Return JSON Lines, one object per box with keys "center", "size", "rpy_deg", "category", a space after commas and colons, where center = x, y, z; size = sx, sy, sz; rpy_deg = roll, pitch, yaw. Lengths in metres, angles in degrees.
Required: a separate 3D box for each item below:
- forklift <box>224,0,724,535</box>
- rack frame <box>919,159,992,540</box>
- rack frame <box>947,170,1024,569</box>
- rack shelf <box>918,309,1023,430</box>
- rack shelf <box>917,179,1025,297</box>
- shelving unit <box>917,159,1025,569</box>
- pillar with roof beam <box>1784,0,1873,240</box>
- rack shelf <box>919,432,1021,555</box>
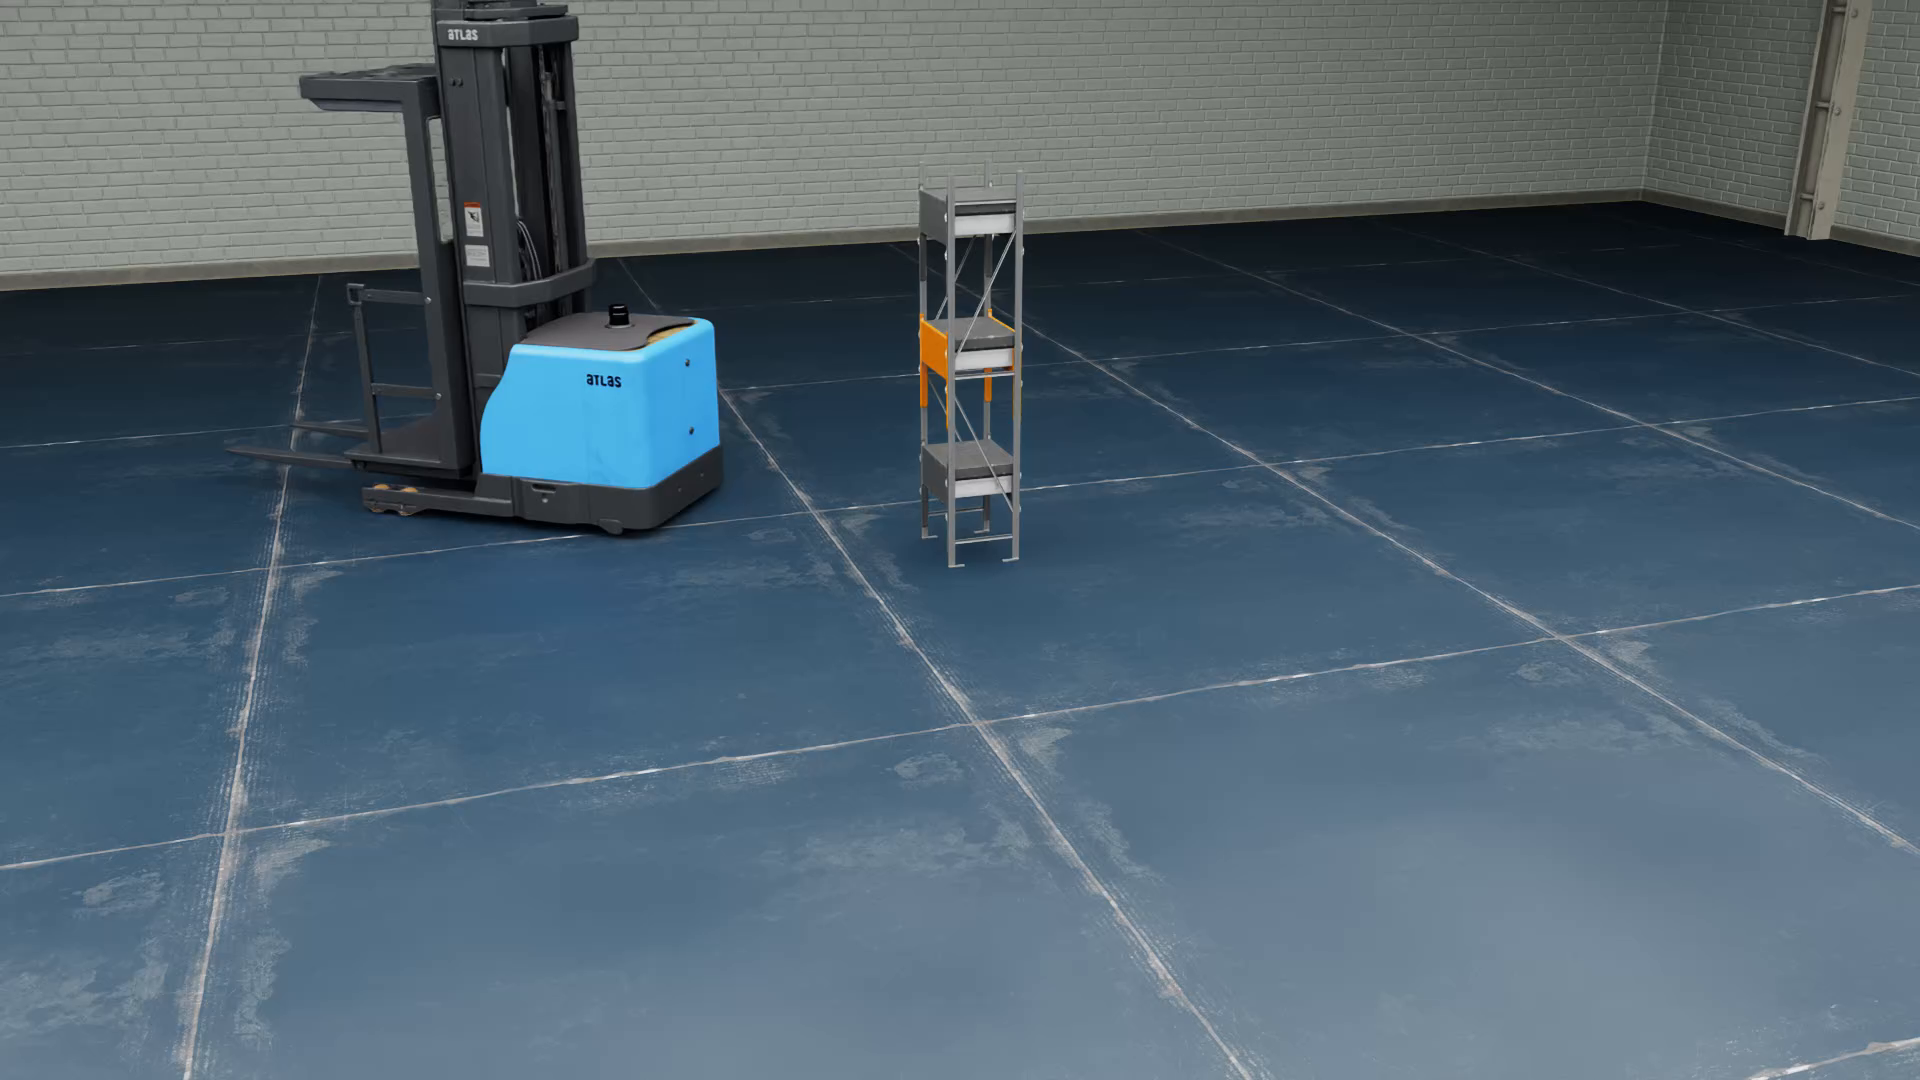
{"center": [-3.025, -1.683, 9.767], "size": [3.031, 2.935, 1.130], "rpy_deg": [6, 21, 16], "category": "forklift"}
{"center": [-0.025, -1.013, 9.132], "size": [0.400, 2.100, 0.015], "rpy_deg": [-6, 21, -17], "category": "rack frame"}
{"center": [0.129, -0.857, 8.696], "size": [0.400, 2.100, 0.015], "rpy_deg": [-6, 21, -17], "category": "rack frame"}
{"center": [0.052, -0.922, 8.918], "size": [0.431, 0.518, 0.480], "rpy_deg": [-6, 21, -17], "category": "rack shelf"}
{"center": [0.052, -1.581, 8.682], "size": [0.431, 0.518, 0.480], "rpy_deg": [-6, 21, -17], "category": "rack shelf"}
{"center": [0.052, -0.935, 8.914], "size": [0.431, 2.100, 0.503], "rpy_deg": [-6, 21, -17], "category": "shelving unit"}
{"center": [5.666, -7.271, 16.348], "size": [9.100, 9.000, 0.400], "rpy_deg": [-6, 21, -17], "category": "pillar with roof beam"}
{"center": [0.052, -0.263, 9.155], "size": [0.431, 0.518, 0.480], "rpy_deg": [-6, 21, -17], "category": "rack shelf"}
